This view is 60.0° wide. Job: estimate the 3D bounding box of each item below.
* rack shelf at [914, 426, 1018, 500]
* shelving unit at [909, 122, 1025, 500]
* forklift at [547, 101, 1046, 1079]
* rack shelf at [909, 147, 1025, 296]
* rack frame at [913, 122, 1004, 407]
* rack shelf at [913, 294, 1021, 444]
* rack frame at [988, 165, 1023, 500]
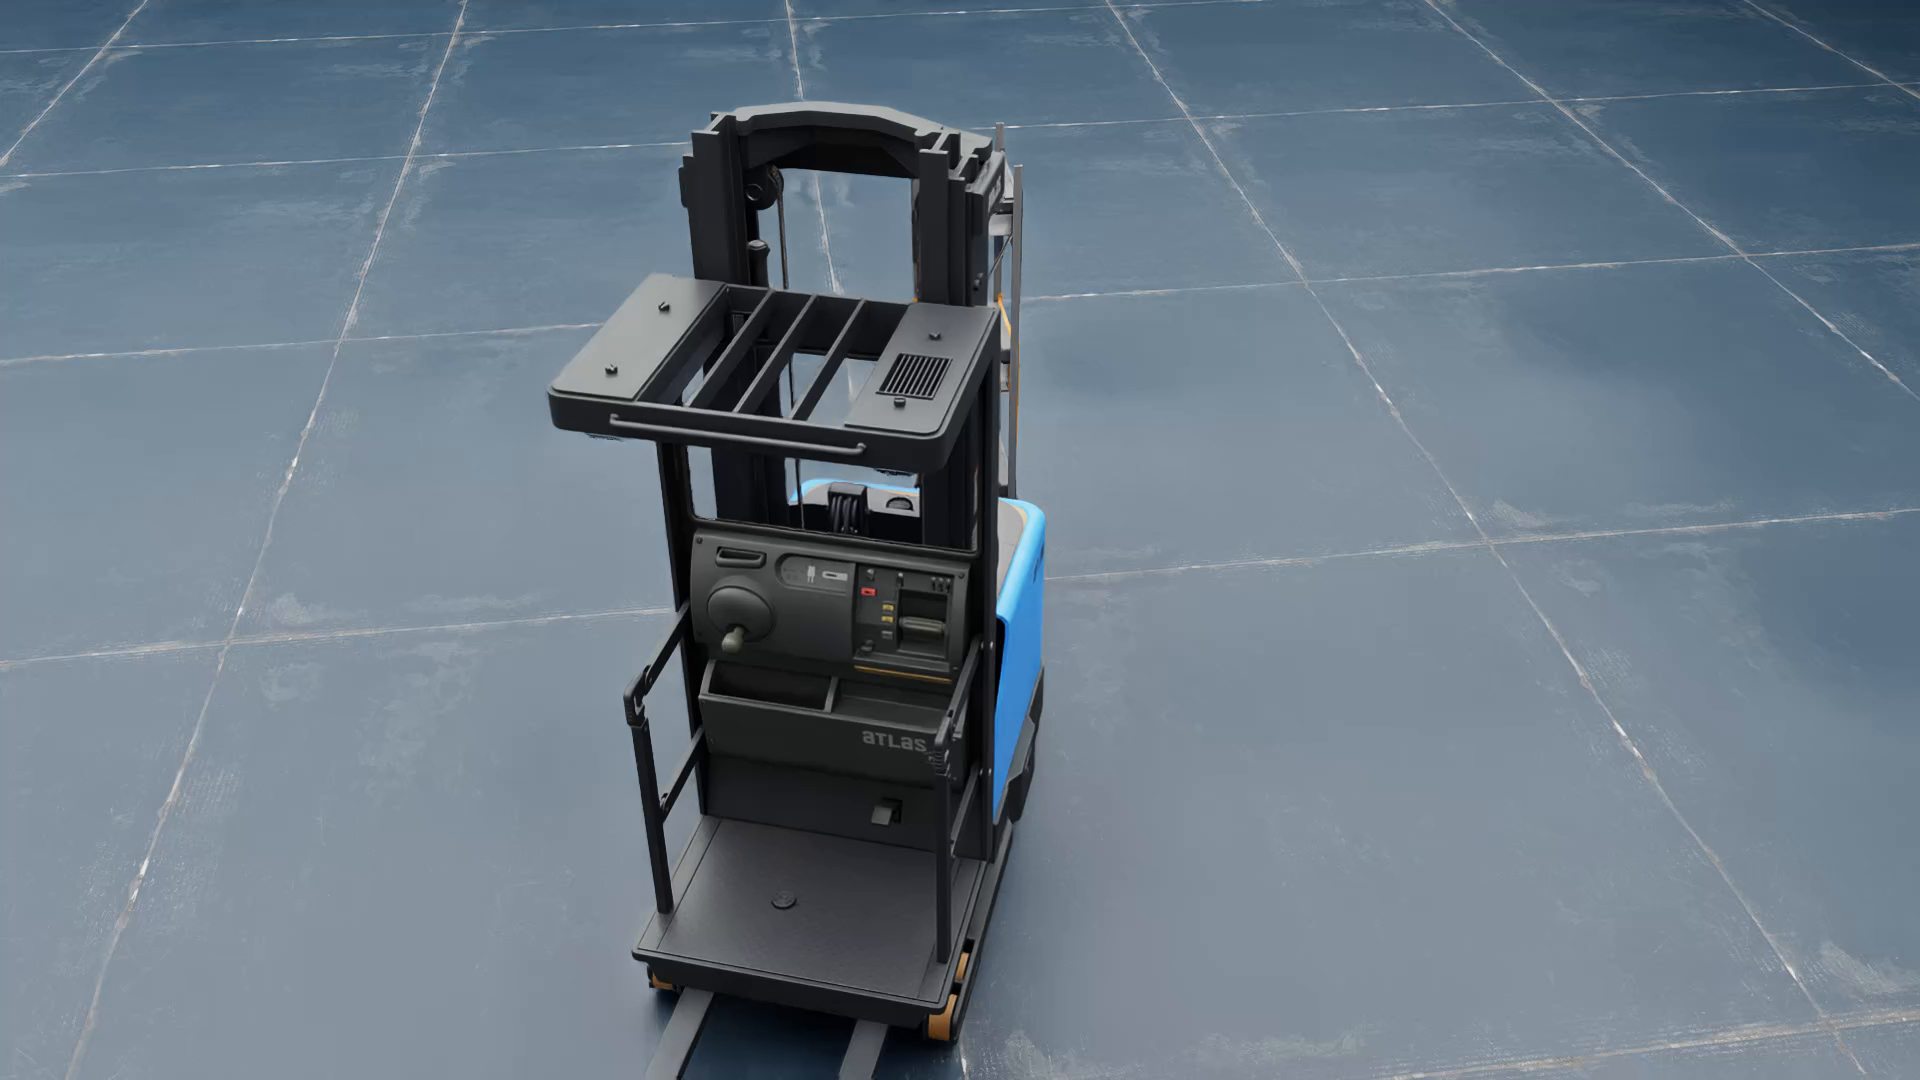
[{"bbox_3d":[0.022,-0.186,7.925,0.431,0.518,0.480,-4,35,-6],"label":"rack shelf"},{"bbox_3d":[0.022,-0.775,7.523,0.431,2.100,0.503,-4,35,-6],"label":"shelving unit"},{"bbox_3d":[-0.477,0.274,5.245,1.130,2.935,3.031,7,35,11],"label":"forklift"},{"bbox_3d":[0.022,-1.342,7.137,0.431,0.518,0.480,-4,35,-6],"label":"rack shelf"},{"bbox_3d":[-0.011,-0.911,7.723,0.400,2.100,0.015,-4,35,-6],"label":"rack frame"},{"bbox_3d":[0.022,-0.764,7.531,0.431,0.518,0.480,-4,35,-6],"label":"rack shelf"},{"bbox_3d":[0.055,-0.639,7.323,0.400,2.100,0.015,-4,35,-6],"label":"rack frame"}]
